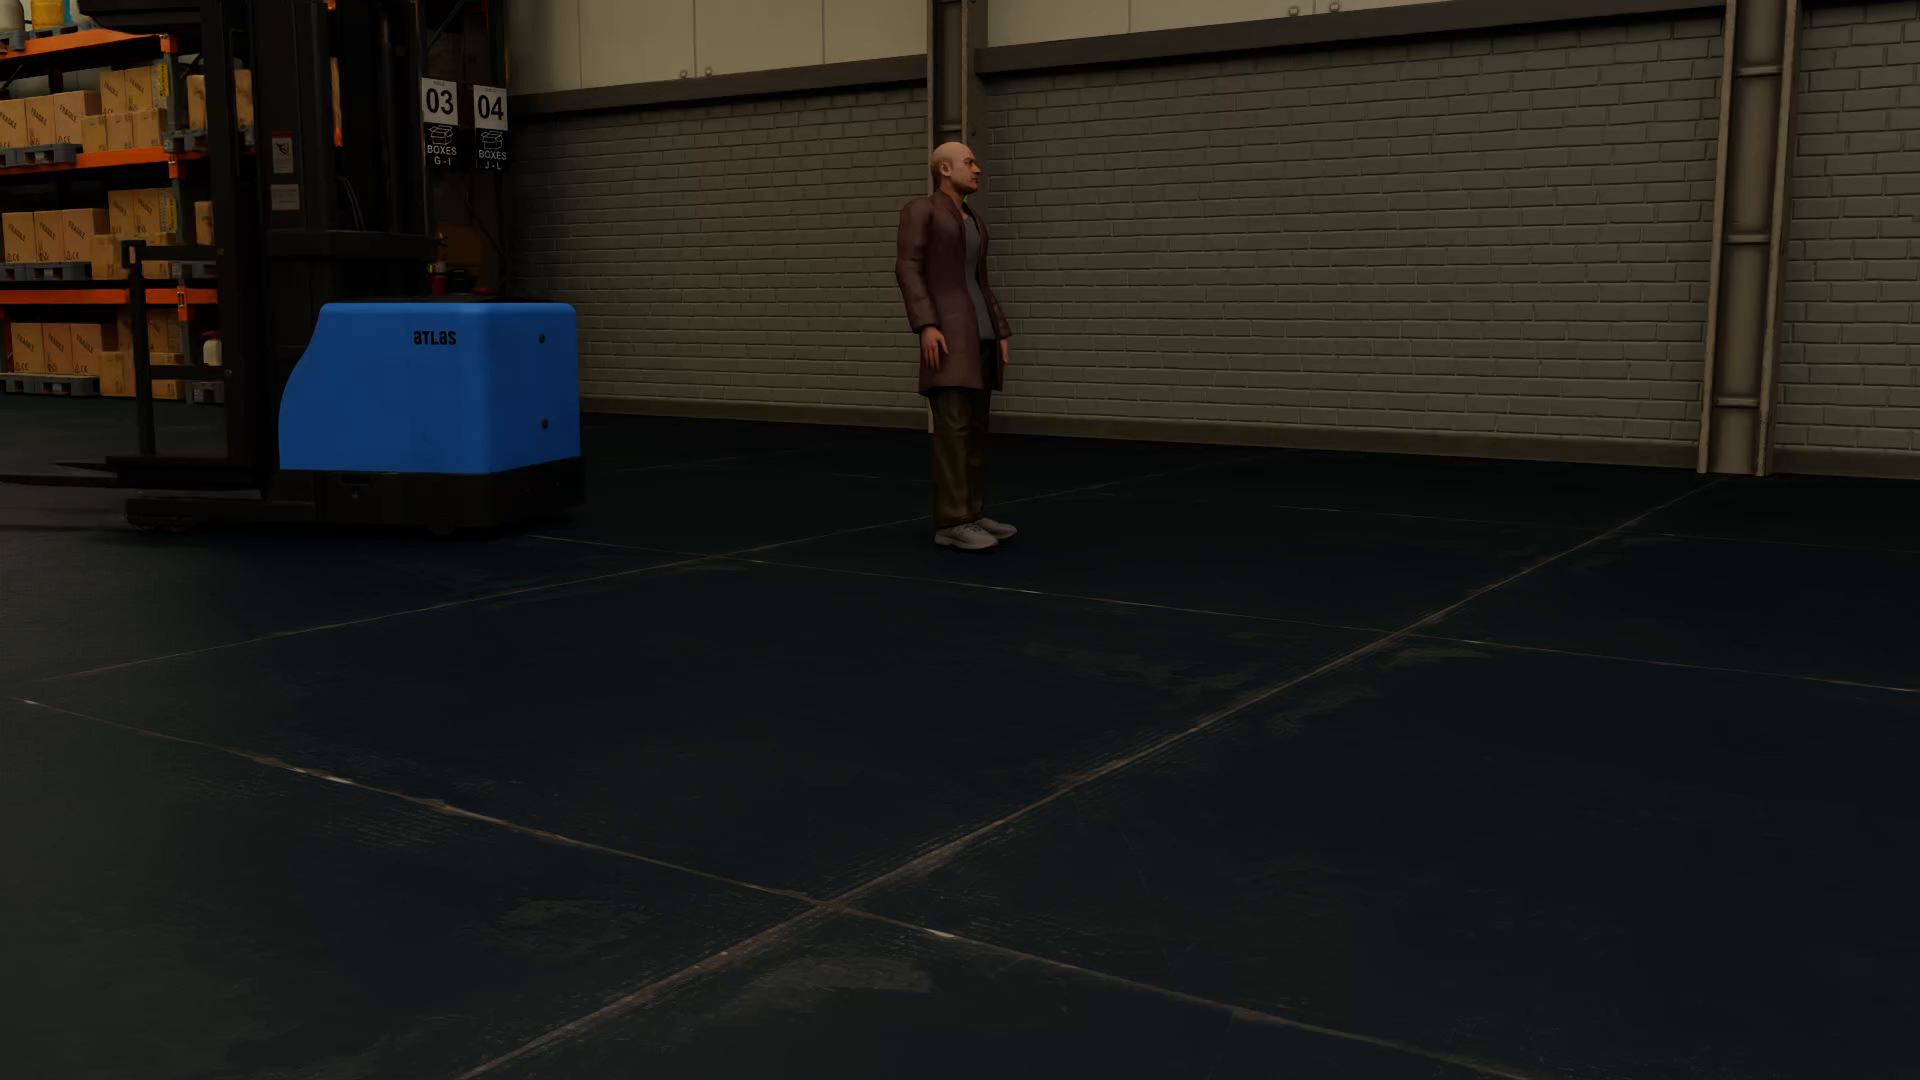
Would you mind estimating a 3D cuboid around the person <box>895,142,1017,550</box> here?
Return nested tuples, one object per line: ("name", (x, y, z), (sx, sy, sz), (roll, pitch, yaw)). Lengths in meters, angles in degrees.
("person", (0.073, -0.879, 7.423), (0.582, 1.775, 0.696), (5, 10, 34))

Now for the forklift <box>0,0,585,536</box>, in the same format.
("forklift", (-3.469, -1.555, 8.131), (3.031, 2.935, 1.130), (2, 8, 13))
